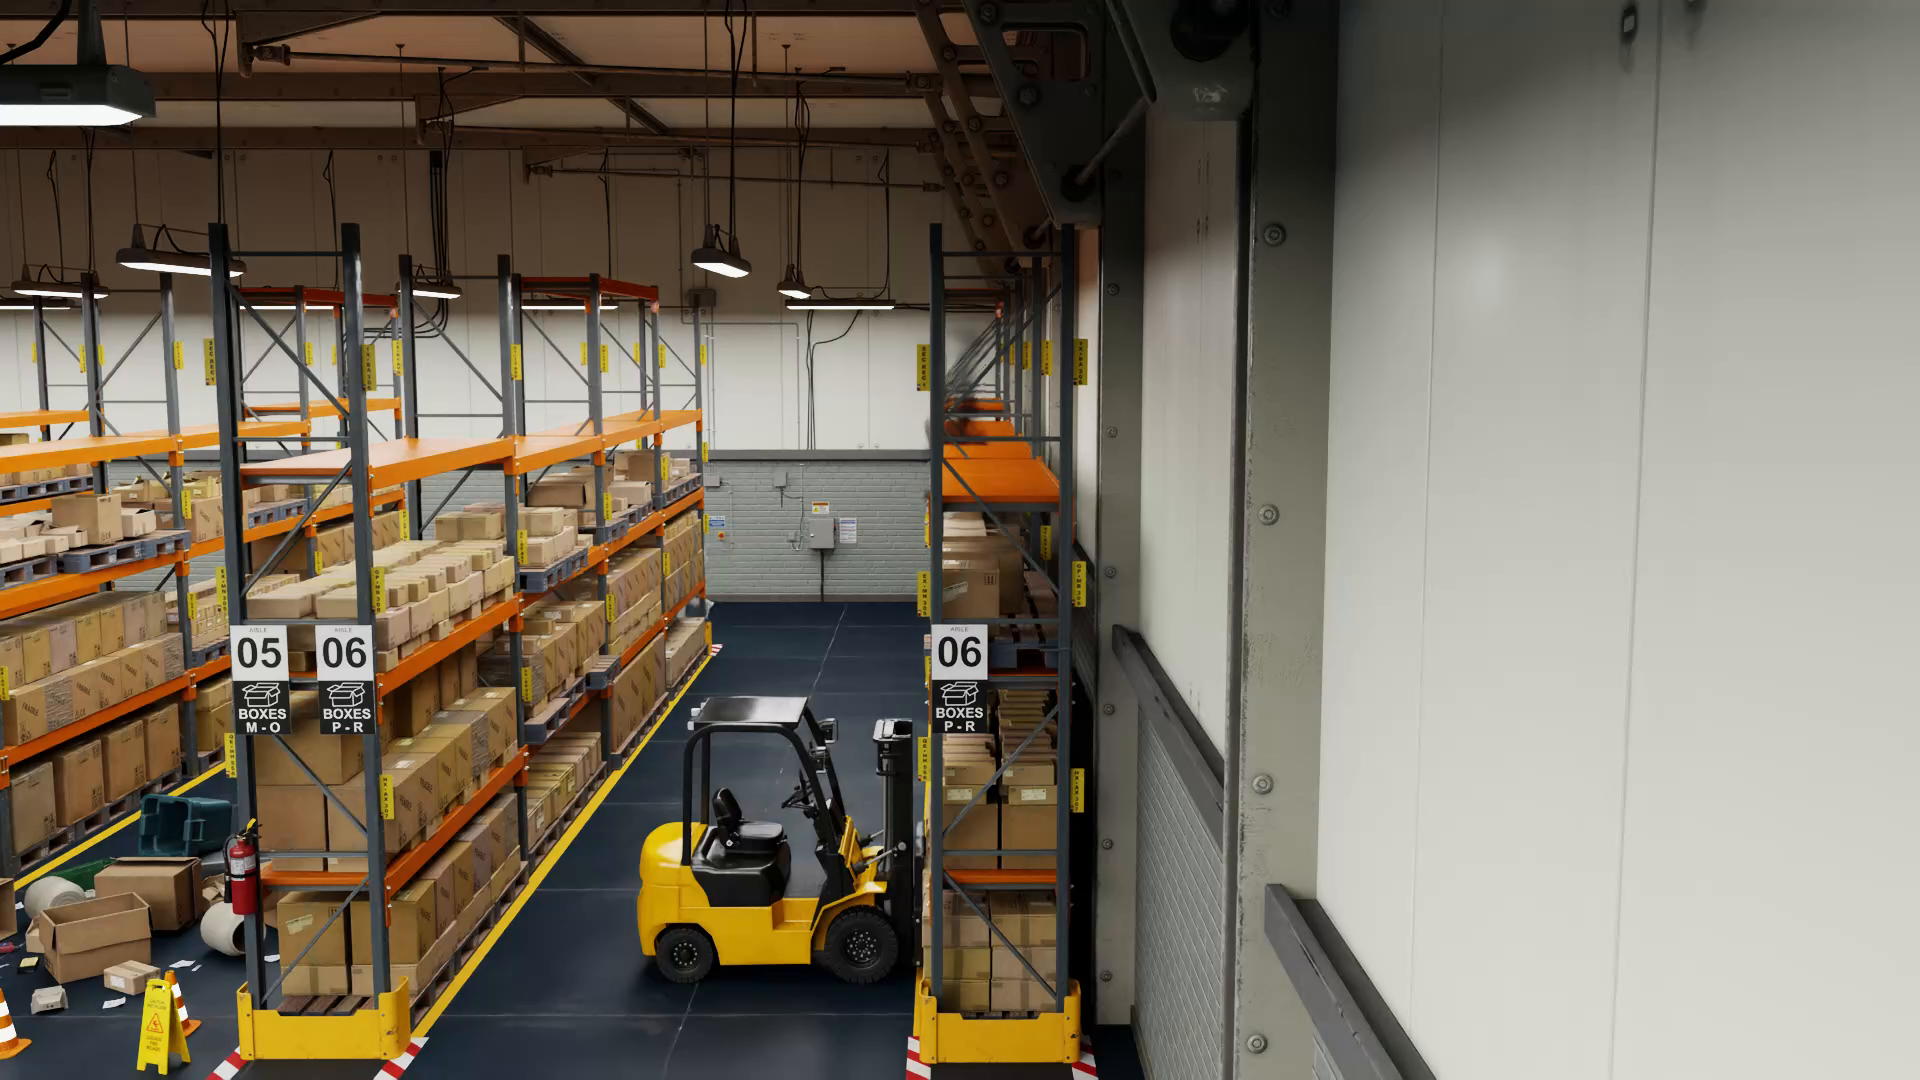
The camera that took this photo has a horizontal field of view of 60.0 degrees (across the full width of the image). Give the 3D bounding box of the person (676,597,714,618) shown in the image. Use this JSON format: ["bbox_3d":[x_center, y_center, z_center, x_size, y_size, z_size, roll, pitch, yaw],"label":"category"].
[{"bbox_3d":[-4.957,0.742,30.574,0.918,1.751,0.711,-3,7,-25],"label":"person"}]
